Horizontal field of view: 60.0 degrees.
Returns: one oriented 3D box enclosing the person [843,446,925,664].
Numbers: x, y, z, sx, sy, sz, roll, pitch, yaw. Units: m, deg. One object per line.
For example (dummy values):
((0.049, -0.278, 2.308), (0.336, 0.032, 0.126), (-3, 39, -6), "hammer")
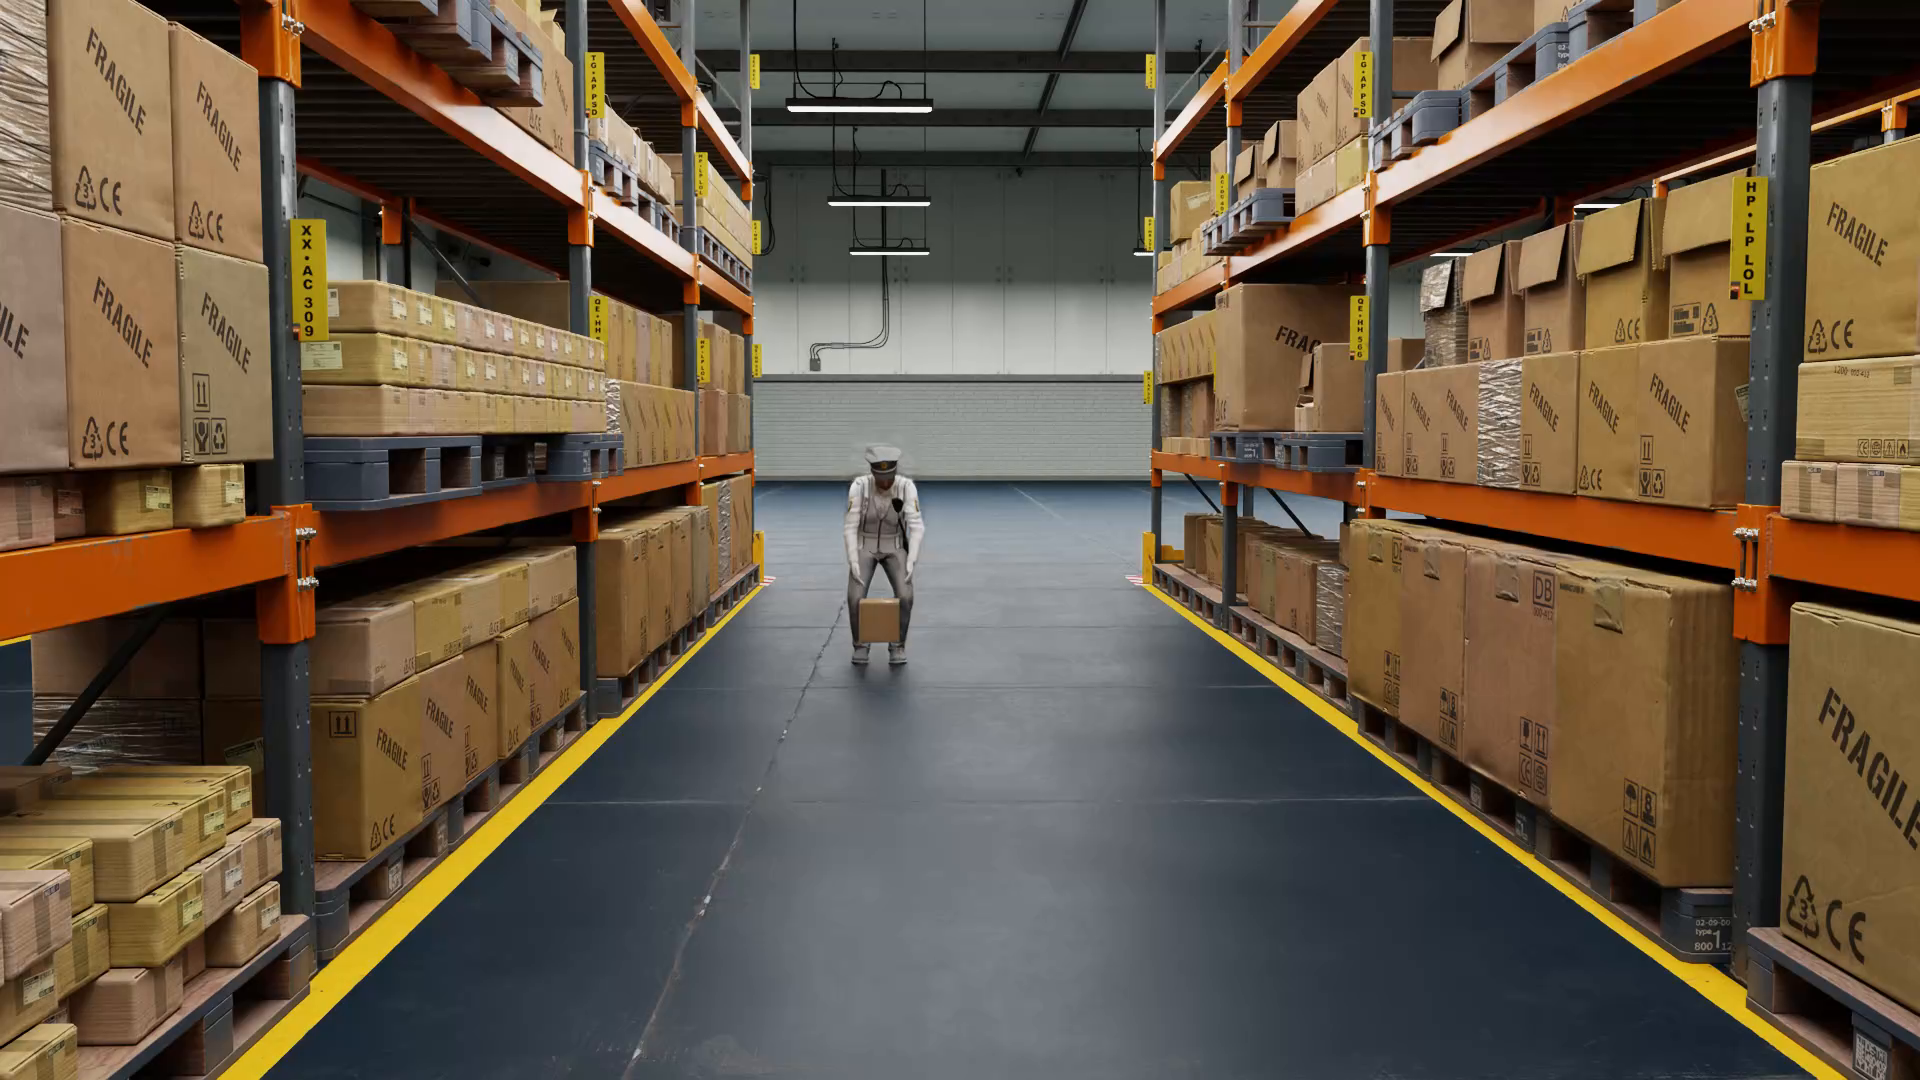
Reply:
((-0.495, 0.097, 10.863), (0.534, 1.430, 0.673), (0, 4, -1), "person")
